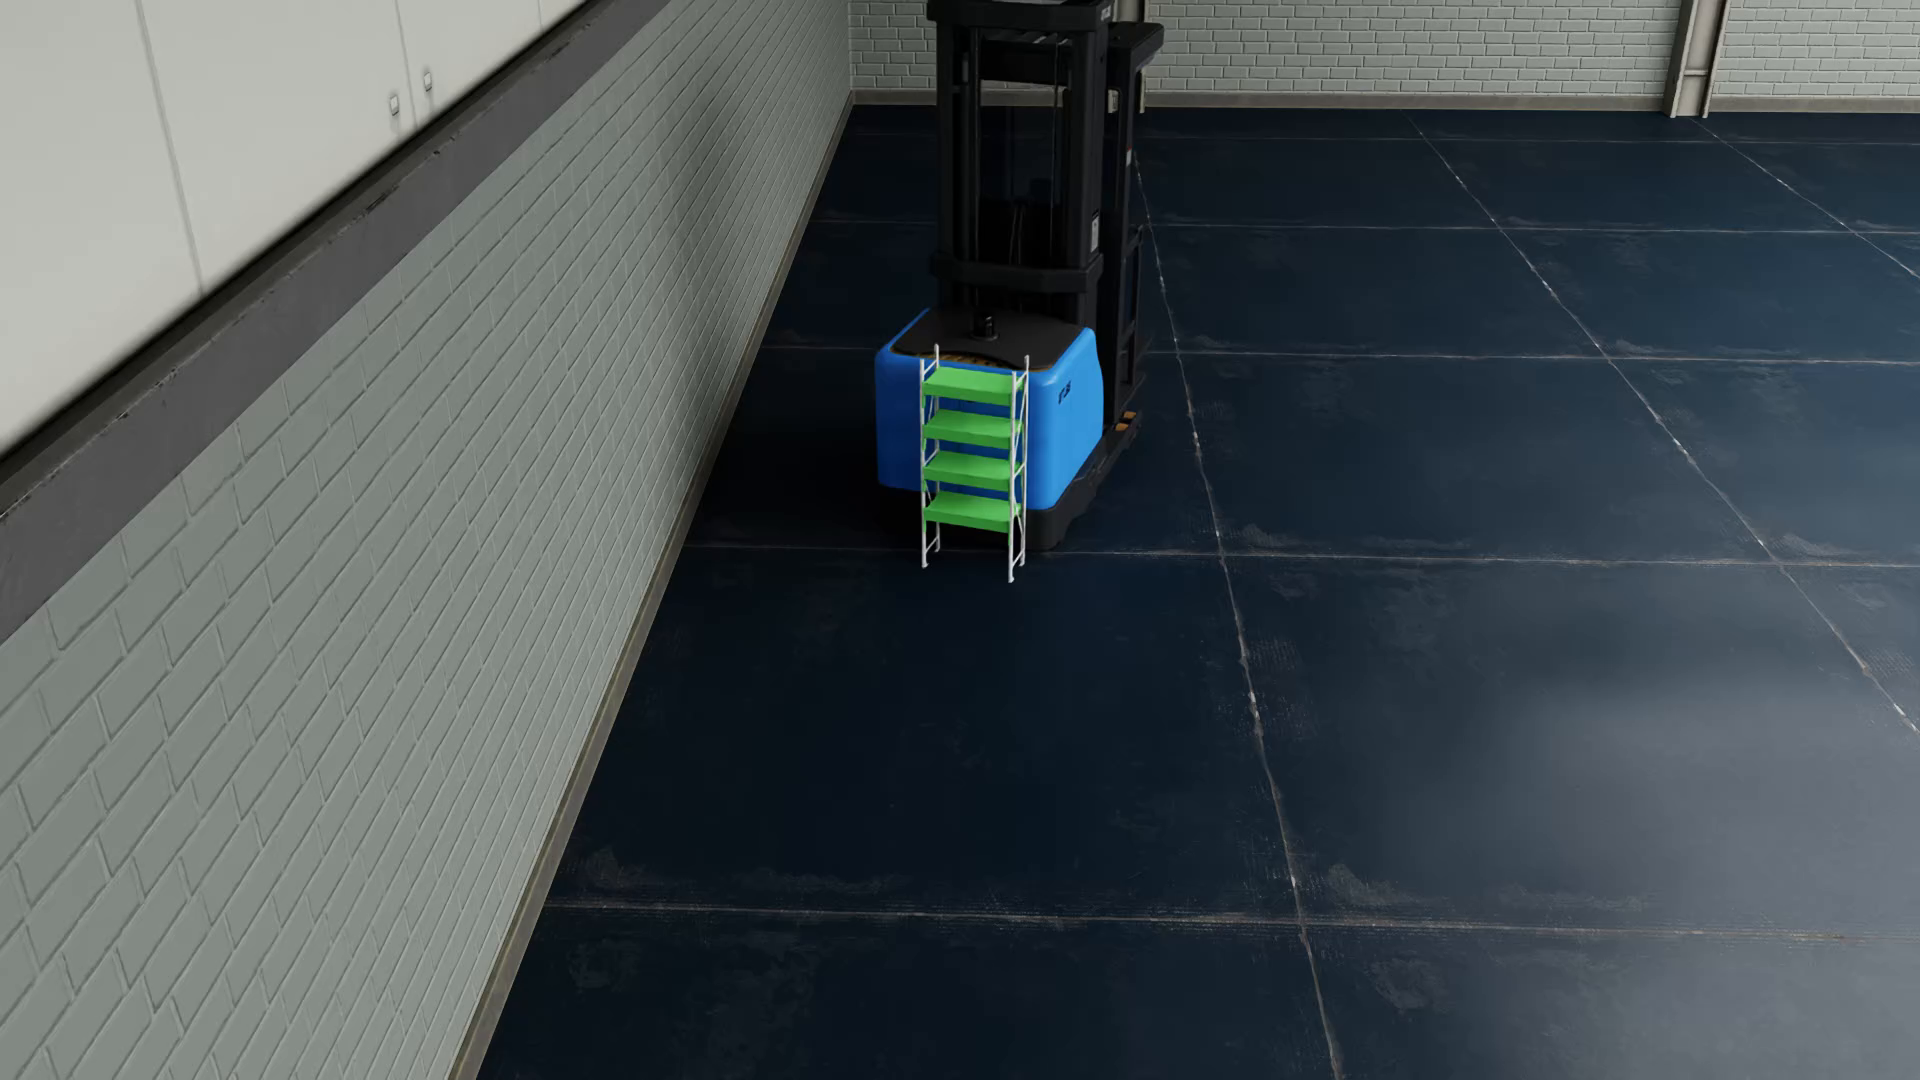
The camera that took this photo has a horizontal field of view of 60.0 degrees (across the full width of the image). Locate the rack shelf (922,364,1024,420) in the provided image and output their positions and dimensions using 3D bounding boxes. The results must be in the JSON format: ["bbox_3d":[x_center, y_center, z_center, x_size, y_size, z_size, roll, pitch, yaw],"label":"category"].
[{"bbox_3d":[0.072,-0.759,8.513,0.480,0.148,0.258,9,29,17],"label":"rack shelf"}]

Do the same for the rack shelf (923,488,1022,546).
[{"bbox_3d":[0.072,-0.123,8.850,0.480,0.148,0.258,9,29,17],"label":"rack shelf"}]

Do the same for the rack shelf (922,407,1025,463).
[{"bbox_3d":[0.072,-0.547,8.626,0.480,0.148,0.258,9,29,17],"label":"rack shelf"}]

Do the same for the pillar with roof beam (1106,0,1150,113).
[{"bbox_3d":[1.643,-6.646,12.180,0.400,9.000,9.100,1,28,2],"label":"pillar with roof beam"}]

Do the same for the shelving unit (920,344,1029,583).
[{"bbox_3d":[0.072,-0.392,8.708,0.503,1.200,0.258,9,29,17],"label":"shelving unit"}]

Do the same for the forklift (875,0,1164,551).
[{"bbox_3d":[0.505,-1.909,9.723,1.130,2.935,3.031,10,29,17],"label":"forklift"}]

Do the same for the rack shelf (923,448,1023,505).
[{"bbox_3d":[0.072,-0.335,8.738,0.480,0.148,0.258,9,29,17],"label":"rack shelf"}]

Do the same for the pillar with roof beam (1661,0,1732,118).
[{"bbox_3d":[7.640,-6.547,11.992,0.400,9.000,9.100,1,28,2],"label":"pillar with roof beam"}]

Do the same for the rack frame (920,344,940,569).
[{"bbox_3d":[-0.158,-0.429,8.779,0.015,1.200,0.240,9,29,17],"label":"rack frame"}]

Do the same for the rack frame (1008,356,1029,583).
[{"bbox_3d":[0.303,-0.354,8.637,0.015,1.200,0.240,9,29,17],"label":"rack frame"}]
